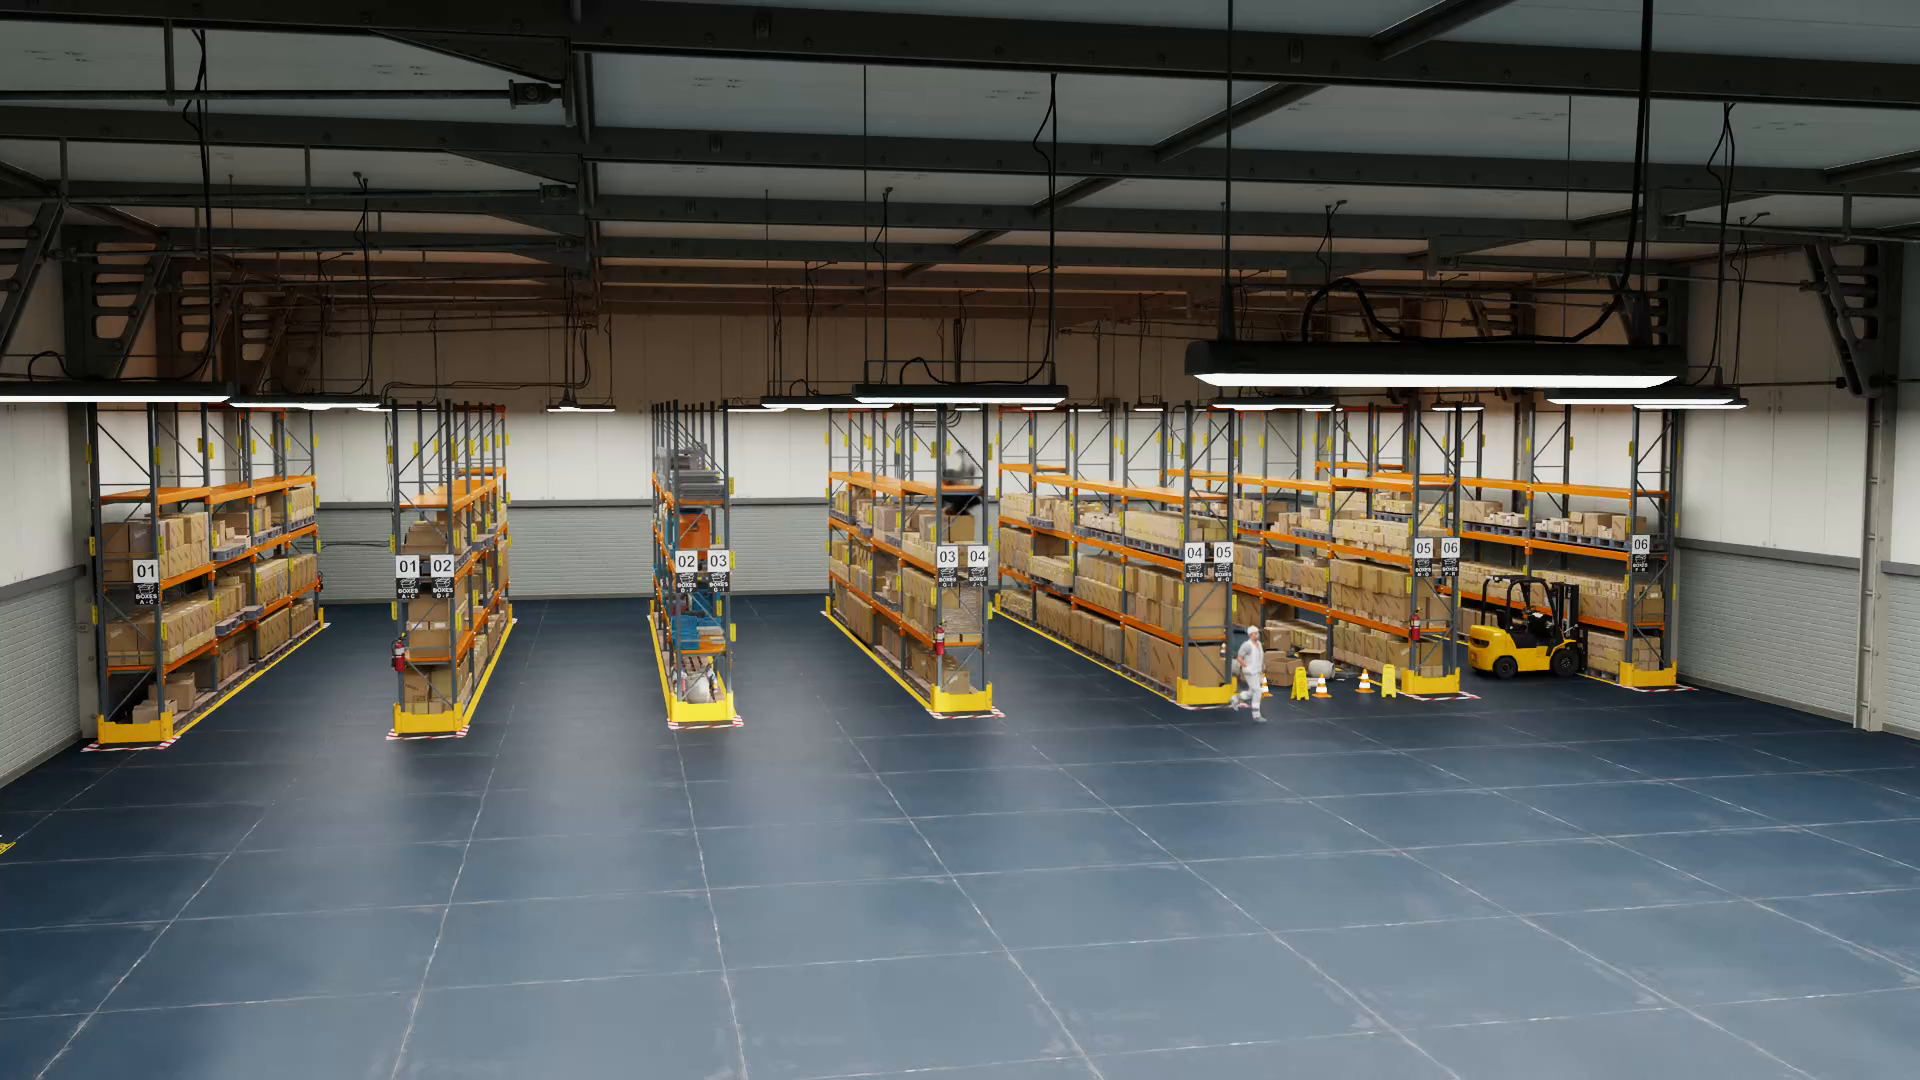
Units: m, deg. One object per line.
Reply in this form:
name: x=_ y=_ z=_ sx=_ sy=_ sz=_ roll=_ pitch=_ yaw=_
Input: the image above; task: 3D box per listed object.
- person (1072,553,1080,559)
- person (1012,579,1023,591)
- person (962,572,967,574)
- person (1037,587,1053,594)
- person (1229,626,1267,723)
person: x=3.296 y=1.213 z=48.258 sx=0.649 sy=1.726 sz=0.580 roll=-1 pitch=4 yaw=-16
person: x=1.815 y=1.277 z=50.109 sx=0.553 sy=1.366 sz=0.607 roll=2 pitch=5 yaw=29
person: x=-0.098 y=1.239 z=48.773 sx=0.760 sy=1.604 sz=0.891 roll=4 pitch=6 yaw=43
person: x=2.656 y=1.090 z=50.350 sx=0.885 sy=1.731 sz=0.675 roll=0 pitch=4 yaw=-6
person: x=5.419 y=2.486 z=31.131 sx=0.823 sy=1.784 sz=0.670 roll=4 pitch=6 yaw=41
